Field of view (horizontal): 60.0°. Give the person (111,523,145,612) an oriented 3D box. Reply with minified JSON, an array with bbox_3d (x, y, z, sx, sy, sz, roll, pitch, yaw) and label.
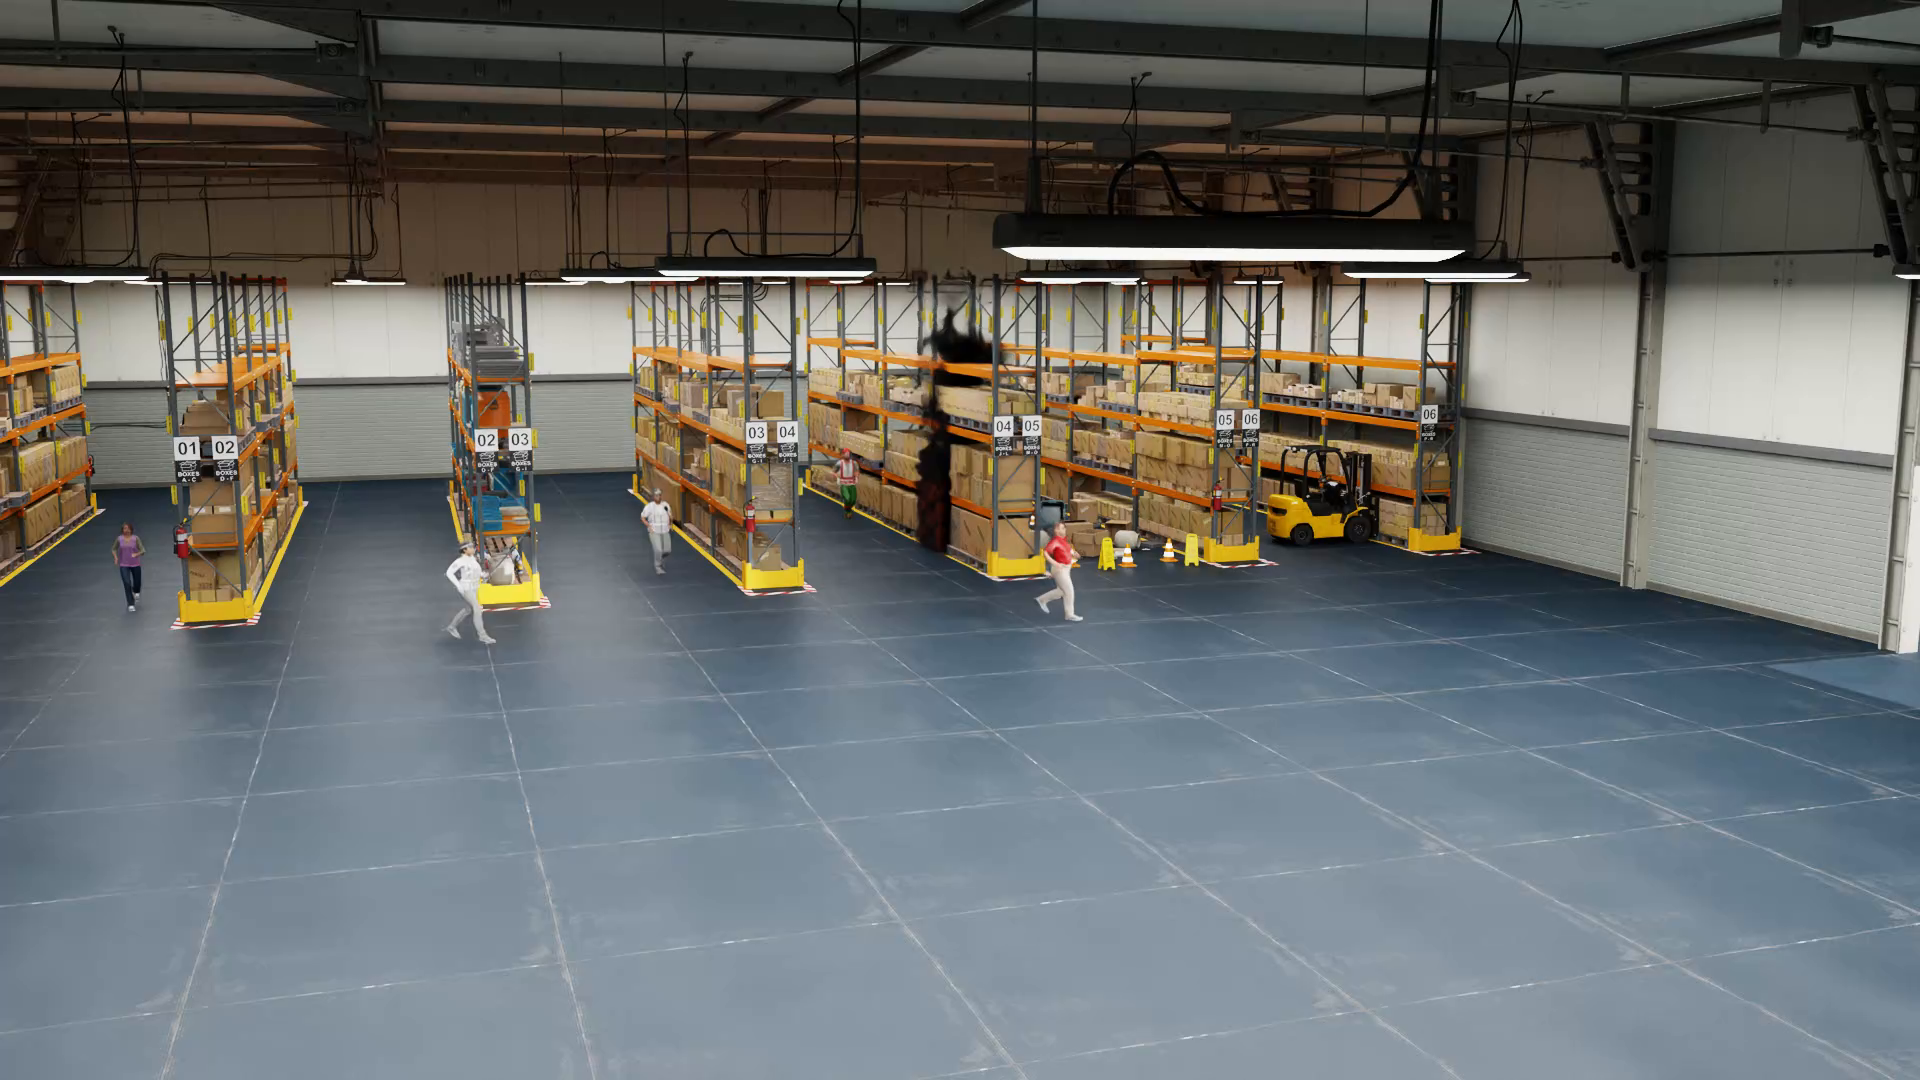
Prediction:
[{"bbox_3d":[-14.874,0.467,29.773,0.548,1.568,0.805,-4,10,-27],"label":"person"}]

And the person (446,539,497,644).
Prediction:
[{"bbox_3d":[-7.926,0.815,26.901,0.888,1.687,0.614,2,9,11],"label":"person"}]

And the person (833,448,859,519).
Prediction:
[{"bbox_3d":[-2.709,-1.340,39.834,0.643,1.727,0.614,-2,9,-16],"label":"person"}]

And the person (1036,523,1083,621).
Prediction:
[{"bbox_3d":[1.725,0.540,28.862,0.894,1.694,0.676,3,9,20],"label":"person"}]

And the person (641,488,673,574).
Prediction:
[{"bbox_3d":[-6.107,-0.196,33.618,0.664,1.733,0.645,-5,10,-28],"label":"person"}]
